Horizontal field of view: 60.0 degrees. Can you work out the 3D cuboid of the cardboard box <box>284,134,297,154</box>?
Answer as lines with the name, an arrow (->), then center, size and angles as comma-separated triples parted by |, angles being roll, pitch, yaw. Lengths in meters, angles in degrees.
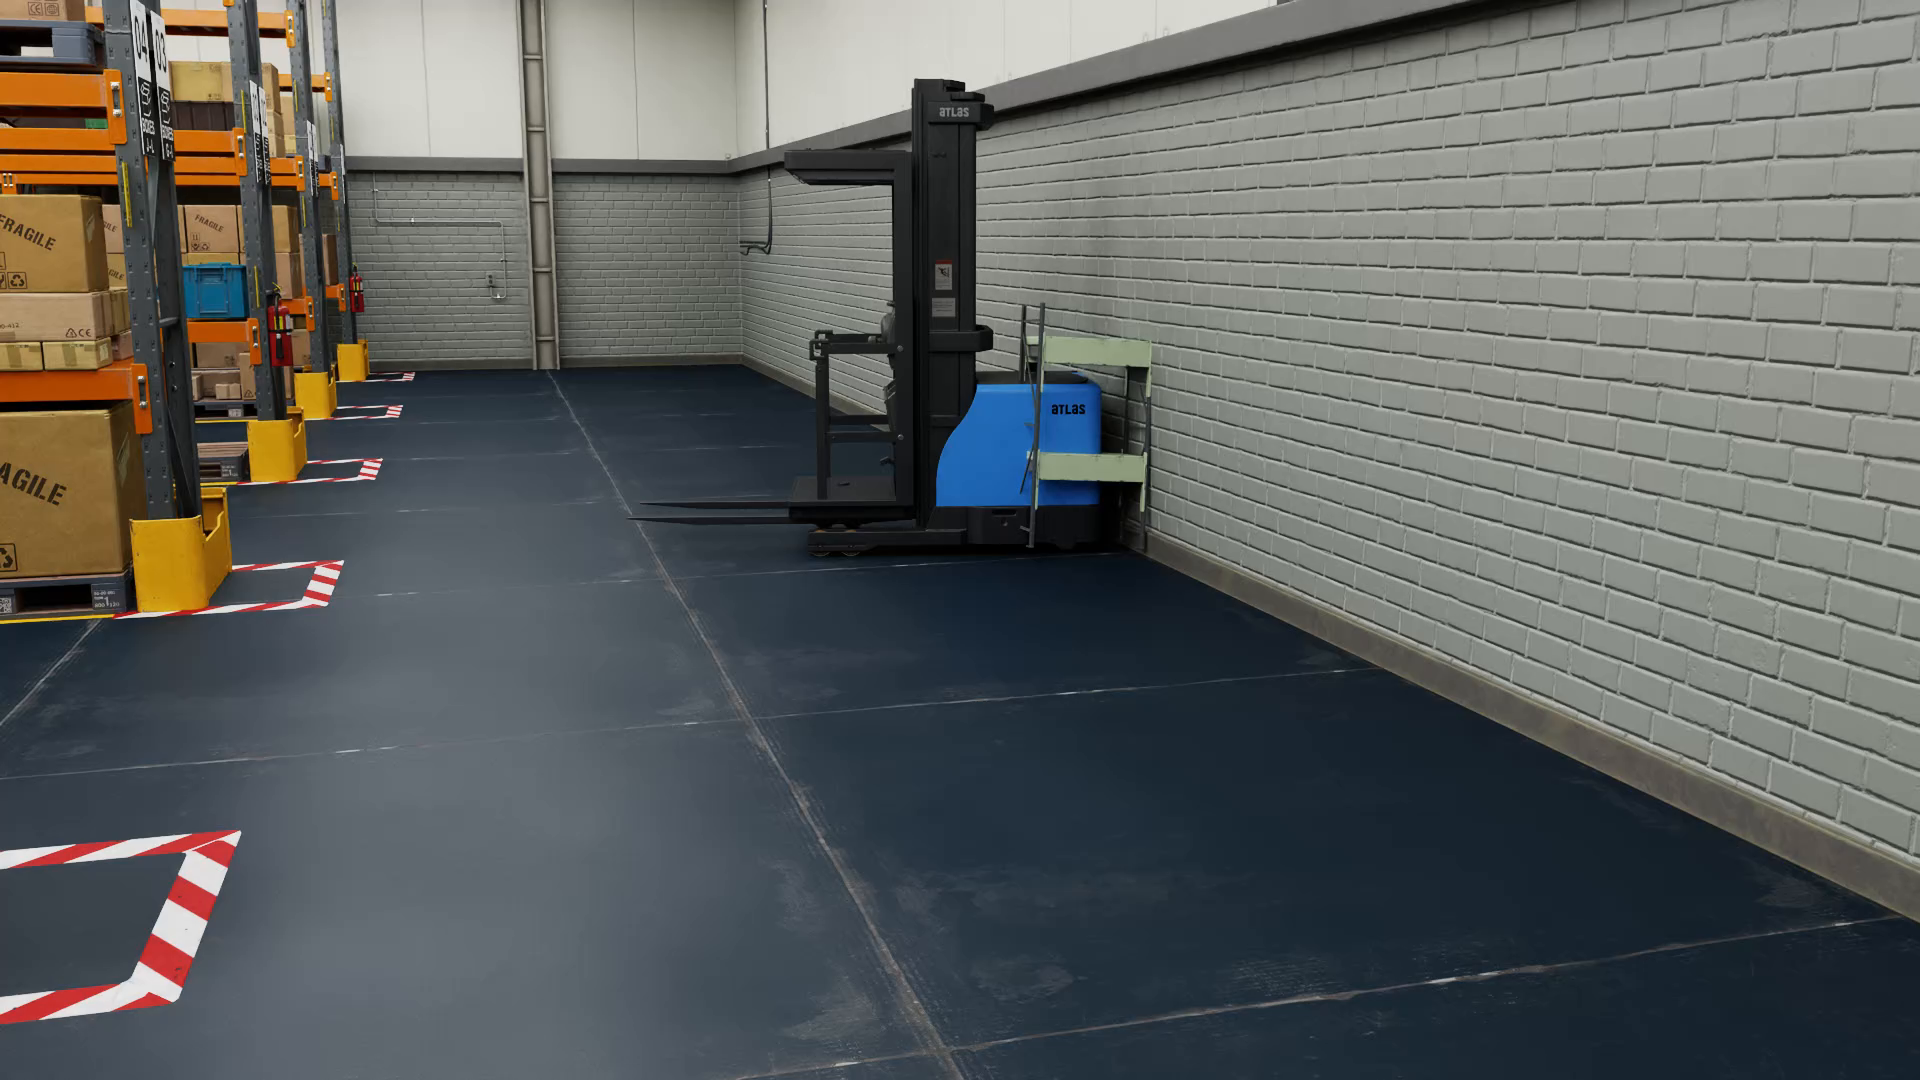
cardboard box -> -9.220, -5.348, 22.505 | 0.500, 0.250, 0.500 | -3, 11, -14

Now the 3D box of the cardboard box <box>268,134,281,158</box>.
cardboard box -> -7.623, -4.243, 17.937 | 0.500, 0.250, 0.500 | -3, 11, -16

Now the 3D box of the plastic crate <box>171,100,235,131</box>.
plastic crate -> -6.270, -3.492, 13.804 | 0.590, 0.269, 0.497 | -3, 11, -16

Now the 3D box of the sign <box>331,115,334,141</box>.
sign -> -8.453, -5.551, 22.401 | 0.005, 0.325, 0.100 | -3, 11, -16

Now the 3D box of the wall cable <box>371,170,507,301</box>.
wall cable -> -7.626, -4.503, 24.415 | 1.851, 1.984, 0.084 | -3, 11, -16

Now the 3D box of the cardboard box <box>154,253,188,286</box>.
cardboard box -> -8.535, -2.841, 17.918 | 0.500, 0.500, 0.500 | -3, 11, -15

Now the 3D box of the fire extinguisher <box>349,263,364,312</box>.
fire extinguisher -> -8.317, -3.480, 22.908 | 0.183, 0.674, 0.296 | -3, 11, -16

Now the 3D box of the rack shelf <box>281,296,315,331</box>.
rack shelf -> -9.123, -2.458, 18.100 | 4.000, 0.370, 1.077 | -3, 11, -16

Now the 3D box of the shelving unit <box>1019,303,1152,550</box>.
shelving unit -> 0.775, -0.712, 10.470 | 0.755, 1.500, 0.431 | 1, 6, -16

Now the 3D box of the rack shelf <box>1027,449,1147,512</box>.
rack shelf -> 0.761, -0.388, 10.502 | 0.720, 0.370, 0.431 | 1, 6, -16

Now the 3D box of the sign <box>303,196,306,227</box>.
sign -> -7.067, -3.540, 17.922 | 0.005, 0.325, 0.100 | -3, 11, -16

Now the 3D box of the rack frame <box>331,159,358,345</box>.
rack frame -> -8.591, -3.774, 23.262 | 0.127, 3.000, 1.000 | -3, 11, -16

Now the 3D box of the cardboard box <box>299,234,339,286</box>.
cardboard box -> -9.078, -3.894, 23.085 | 0.700, 0.700, 0.980 | -3, 11, -13

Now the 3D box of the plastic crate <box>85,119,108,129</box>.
plastic crate -> -6.689, -3.323, 13.114 | 0.336, 0.188, 0.450 | -3, 11, -16

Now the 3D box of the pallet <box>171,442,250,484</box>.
pallet -> -6.625, -0.645, 13.969 | 1.213, 0.211, 1.003 | -3, 11, -16

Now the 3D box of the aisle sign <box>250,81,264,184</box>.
aisle sign -> -5.671, -3.283, 13.415 | 0.004, 0.787, 0.394 | -3, 11, -16

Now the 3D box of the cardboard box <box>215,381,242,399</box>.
cardboard box -> -8.070, -1.661, 18.393 | 0.250, 0.166, 0.380 | -3, 11, -16

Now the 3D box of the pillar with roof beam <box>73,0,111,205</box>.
pillar with roof beam -> -10.798, -5.959, 18.563 | 0.400, 9.000, 9.100 | -3, 11, -16

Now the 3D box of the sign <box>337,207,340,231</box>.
sign -> -8.453, -4.365, 22.619 | 0.005, 0.325, 0.100 | -3, 11, -16

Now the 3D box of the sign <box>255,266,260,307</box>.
sign -> -5.653, -2.037, 13.377 | 0.005, 0.325, 0.100 | -3, 11, -16

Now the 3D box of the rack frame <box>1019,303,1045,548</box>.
rack frame -> 0.423, -0.717, 10.369 | 0.023, 1.500, 0.400 | 1, 6, -16

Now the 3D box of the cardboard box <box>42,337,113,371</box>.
cardboard box -> -4.688, -0.992, 8.844 | 0.250, 0.149, 0.380 | -3, 11, -15

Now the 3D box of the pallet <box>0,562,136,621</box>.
pallet -> -5.184, 0.235, 9.189 | 1.213, 0.211, 1.003 | -3, 11, -16

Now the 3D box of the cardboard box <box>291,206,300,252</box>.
cardboard box -> -7.703, -3.477, 18.613 | 0.500, 0.500, 0.500 | -3, 11, -14

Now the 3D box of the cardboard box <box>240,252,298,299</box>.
cardboard box -> -7.557, -2.892, 18.196 | 0.500, 0.500, 0.500 | -3, 11, -14

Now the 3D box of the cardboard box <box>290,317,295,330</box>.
cardboard box -> -9.308, -2.979, 22.897 | 0.250, 0.149, 0.380 | -3, 11, -17

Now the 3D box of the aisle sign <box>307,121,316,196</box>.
aisle sign -> -7.052, -4.142, 18.079 | 0.004, 0.787, 0.394 | -3, 11, -16

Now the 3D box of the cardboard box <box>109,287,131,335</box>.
cardboard box -> -4.974, -1.286, 9.339 | 0.500, 0.250, 0.500 | -3, 11, -17

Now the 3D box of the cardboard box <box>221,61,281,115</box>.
cardboard box -> -7.692, -4.900, 18.057 | 0.500, 0.500, 0.700 | -3, 11, -16

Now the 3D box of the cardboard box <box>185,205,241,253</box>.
cardboard box -> -8.038, -3.358, 17.964 | 0.500, 0.500, 0.500 | -3, 11, -14

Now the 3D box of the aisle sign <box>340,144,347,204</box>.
aisle sign -> -8.438, -5.004, 22.763 | 0.004, 0.787, 0.394 | -3, 11, -16

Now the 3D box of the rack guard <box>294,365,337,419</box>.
rack guard -> -7.276, -1.680, 18.791 | 0.348, 0.500, 1.175 | -3, 11, -16

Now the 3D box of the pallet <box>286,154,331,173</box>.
pallet -> -9.301, -5.166, 22.784 | 1.213, 0.211, 1.003 | -3, 11, -16

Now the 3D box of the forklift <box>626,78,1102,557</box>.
forklift -> -0.628, -1.436, 10.749 | 3.031, 2.935, 1.130 | -1, 10, -3

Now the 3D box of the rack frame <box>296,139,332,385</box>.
rack frame -> -7.203, -2.913, 18.585 | 0.127, 3.000, 1.000 | -3, 11, -16

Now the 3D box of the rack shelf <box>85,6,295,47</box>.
rack shelf -> -9.123, -5.407, 17.558 | 4.000, 0.370, 1.077 | -3, 11, -16

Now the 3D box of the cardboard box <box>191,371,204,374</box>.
cardboard box -> -8.765, -1.748, 18.638 | 0.500, 0.250, 0.500 | -3, 11, -16

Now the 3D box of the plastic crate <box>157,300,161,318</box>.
plastic crate -> -6.554, -1.879, 13.530 | 0.243, 0.136, 0.396 | -3, 11, -16

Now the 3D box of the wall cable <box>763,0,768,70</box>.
wall cable -> -2.305, -7.435, 21.205 | 0.112, 2.526, 3.097 | -3, 11, -16

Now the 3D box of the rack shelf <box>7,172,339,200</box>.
rack shelf -> -10.511, -4.794, 22.506 | 4.000, 0.370, 1.077 | -3, 11, -16

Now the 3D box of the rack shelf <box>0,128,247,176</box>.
rack shelf -> -7.742, -3.072, 13.151 | 4.000, 0.370, 1.077 | -3, 11, -16

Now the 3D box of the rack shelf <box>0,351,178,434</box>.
rack shelf -> -6.358, -0.736, 8.745 | 4.000, 0.370, 1.077 | -3, 11, -16

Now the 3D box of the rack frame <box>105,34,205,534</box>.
rack frame -> -4.438, -1.191, 9.230 | 0.127, 3.000, 1.000 | -3, 11, -16

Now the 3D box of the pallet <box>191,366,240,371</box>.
pallet -> -10.506, -2.287, 22.889 | 1.213, 0.211, 1.003 | -3, 11, -16

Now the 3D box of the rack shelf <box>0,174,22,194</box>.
rack shelf -> -14.352, -4.592, 21.406 | 4.000, 0.370, 1.077 | -3, 11, -16

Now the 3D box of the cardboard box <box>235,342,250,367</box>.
cardboard box -> -9.716, -2.673, 23.026 | 0.500, 0.500, 0.700 | -3, 11, -16

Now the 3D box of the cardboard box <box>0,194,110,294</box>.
cardboard box -> -4.832, -1.562, 8.766 | 0.500, 0.500, 0.500 | -3, 11, -15

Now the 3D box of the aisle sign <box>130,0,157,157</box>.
aisle sign -> -4.285, -2.421, 8.731 | 0.004, 0.787, 0.394 | -3, 11, -16

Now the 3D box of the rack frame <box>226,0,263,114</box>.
rack frame -> -5.822, -5.002, 13.364 | 0.127, 3.000, 1.000 | -3, 11, -16

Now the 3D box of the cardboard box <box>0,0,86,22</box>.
cardboard box -> -4.922, -2.935, 8.709 | 0.500, 0.500, 0.700 | -4, 11, -19

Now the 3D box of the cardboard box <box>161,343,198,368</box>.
cardboard box -> -10.708, -2.619, 22.733 | 0.500, 0.500, 0.700 | -3, 11, -15

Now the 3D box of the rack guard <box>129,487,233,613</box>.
rack guard -> -4.415, 0.037, 9.463 | 0.348, 0.500, 1.175 | -3, 11, -16

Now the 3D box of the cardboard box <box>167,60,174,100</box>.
cardboard box -> -8.646, -4.846, 17.761 | 0.500, 0.500, 0.700 | -3, 11, -16

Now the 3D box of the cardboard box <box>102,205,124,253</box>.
cardboard box -> -9.028, -3.305, 17.676 | 0.500, 0.500, 0.500 | -3, 11, -14

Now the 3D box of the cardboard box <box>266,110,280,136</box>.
cardboard box -> -7.625, -4.490, 17.900 | 0.500, 0.250, 0.500 | -3, 11, -16
